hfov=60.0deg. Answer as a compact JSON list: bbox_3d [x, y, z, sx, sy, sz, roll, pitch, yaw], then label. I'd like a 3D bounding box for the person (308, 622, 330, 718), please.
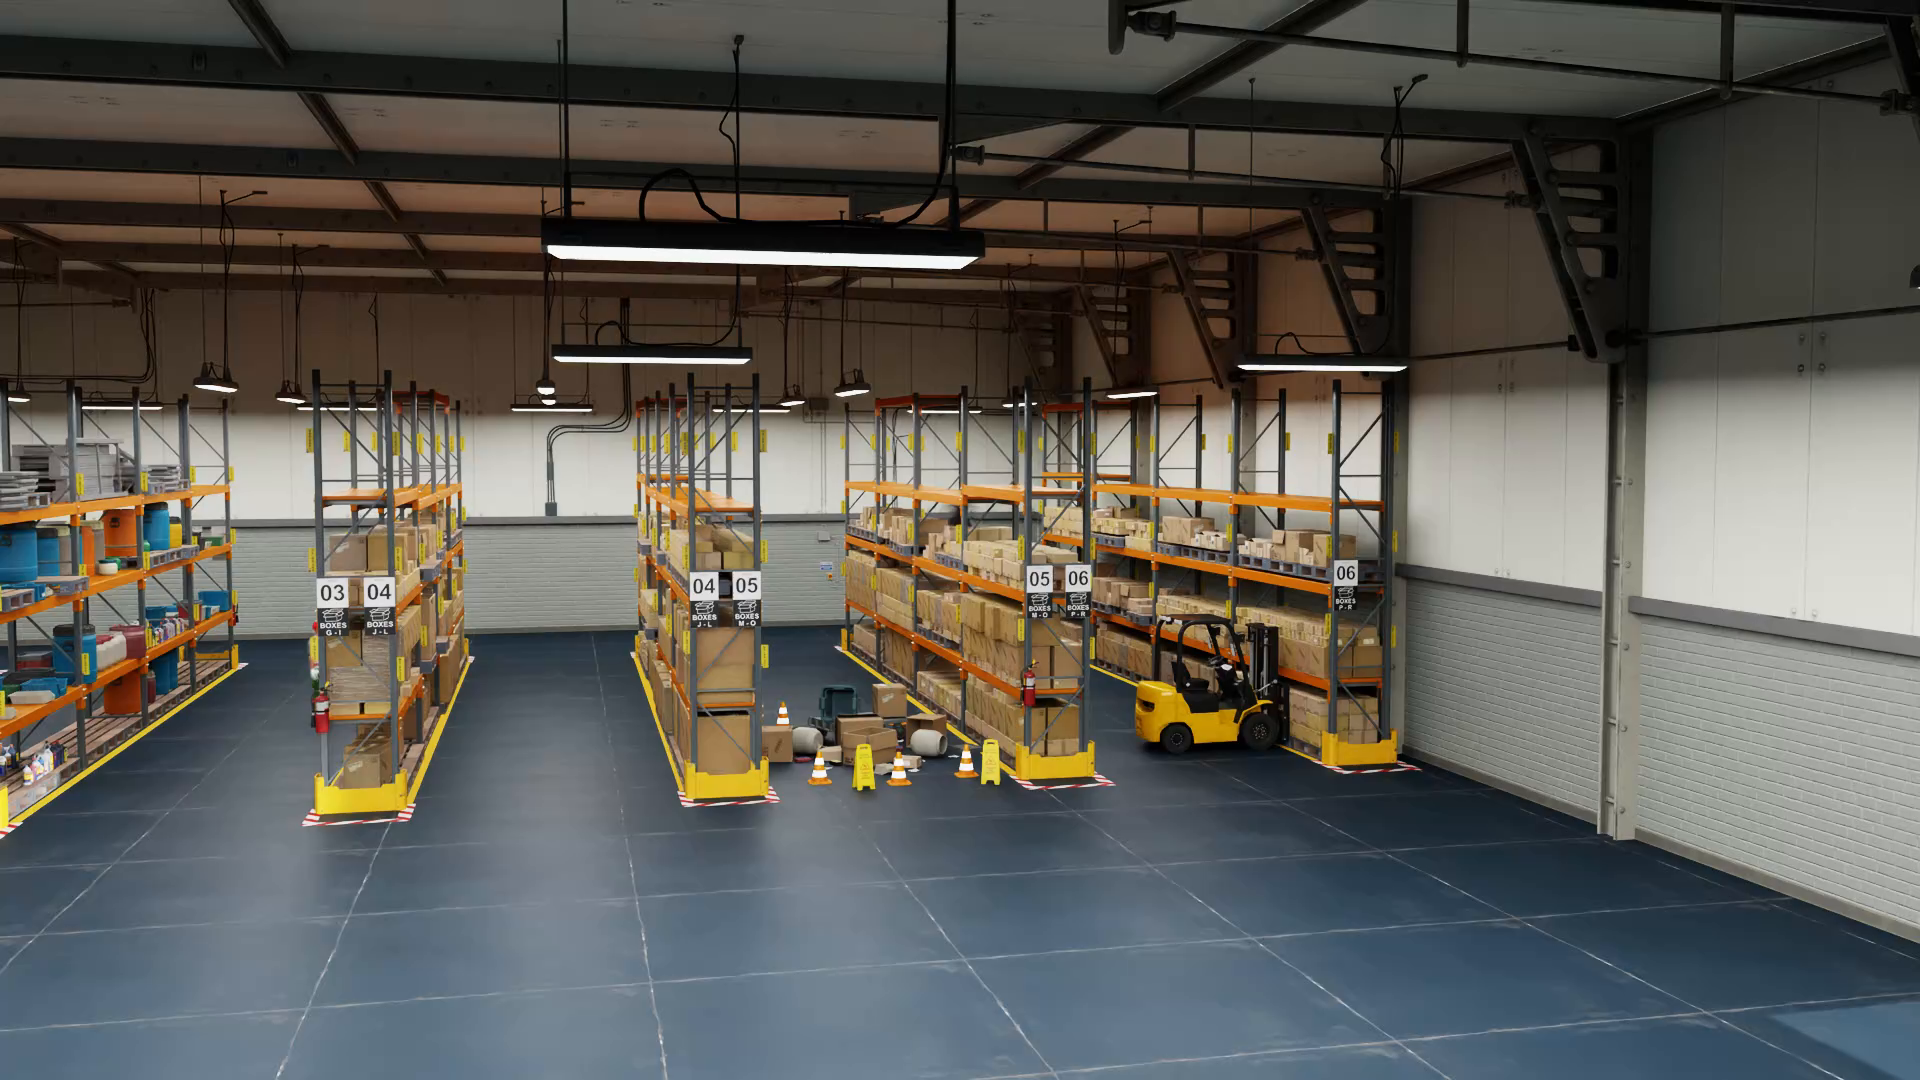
[{"bbox_3d":[-11.546,2.366,30.263,0.601,1.790,0.578,3,4,41],"label":"person"}]
